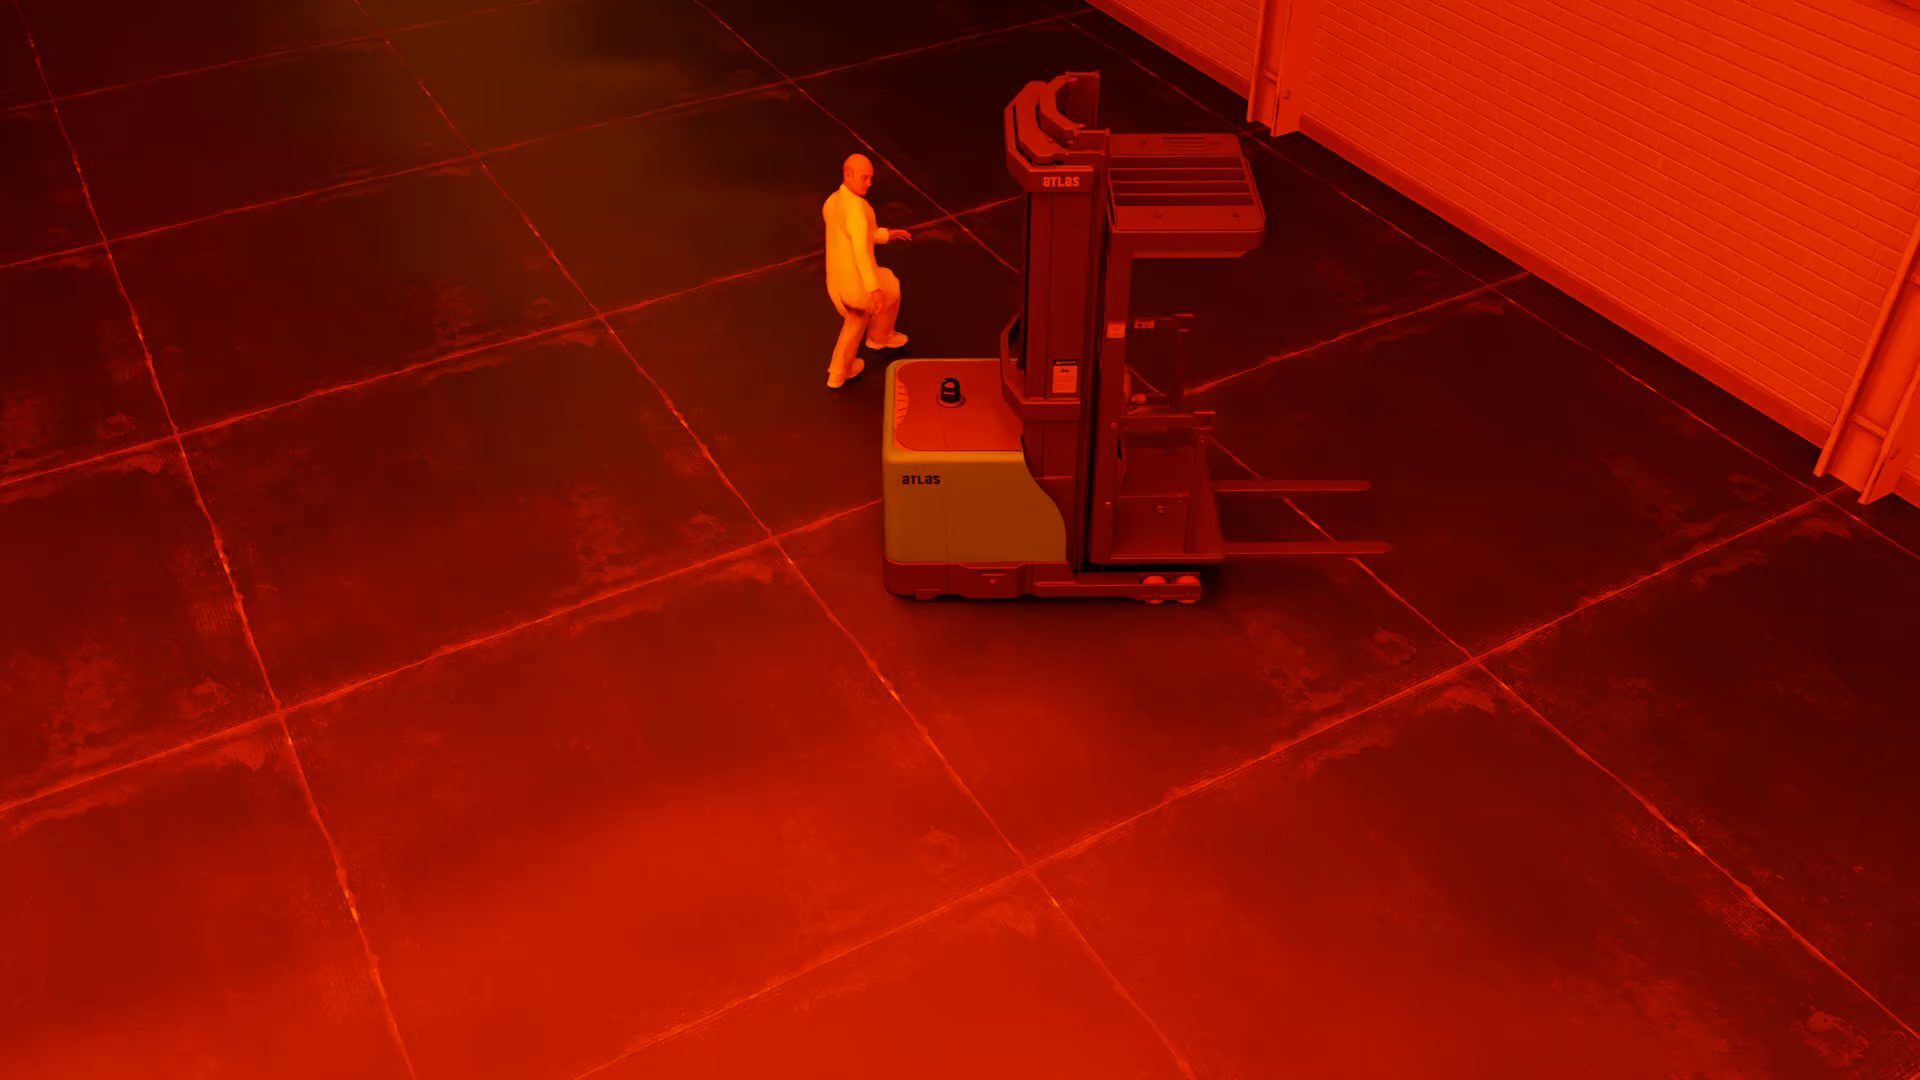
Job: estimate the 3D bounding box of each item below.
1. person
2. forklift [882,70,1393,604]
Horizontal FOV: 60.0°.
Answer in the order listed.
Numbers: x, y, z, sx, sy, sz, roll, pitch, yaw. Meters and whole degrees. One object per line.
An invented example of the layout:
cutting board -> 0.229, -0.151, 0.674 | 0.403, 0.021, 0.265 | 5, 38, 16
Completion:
person -> -0.567, -1.821, 11.281 | 0.808, 1.618, 0.831 | 31, 49, 32
forklift -> 1.062, -1.093, 9.353 | 3.031, 2.935, 1.130 | 0, 40, 0
